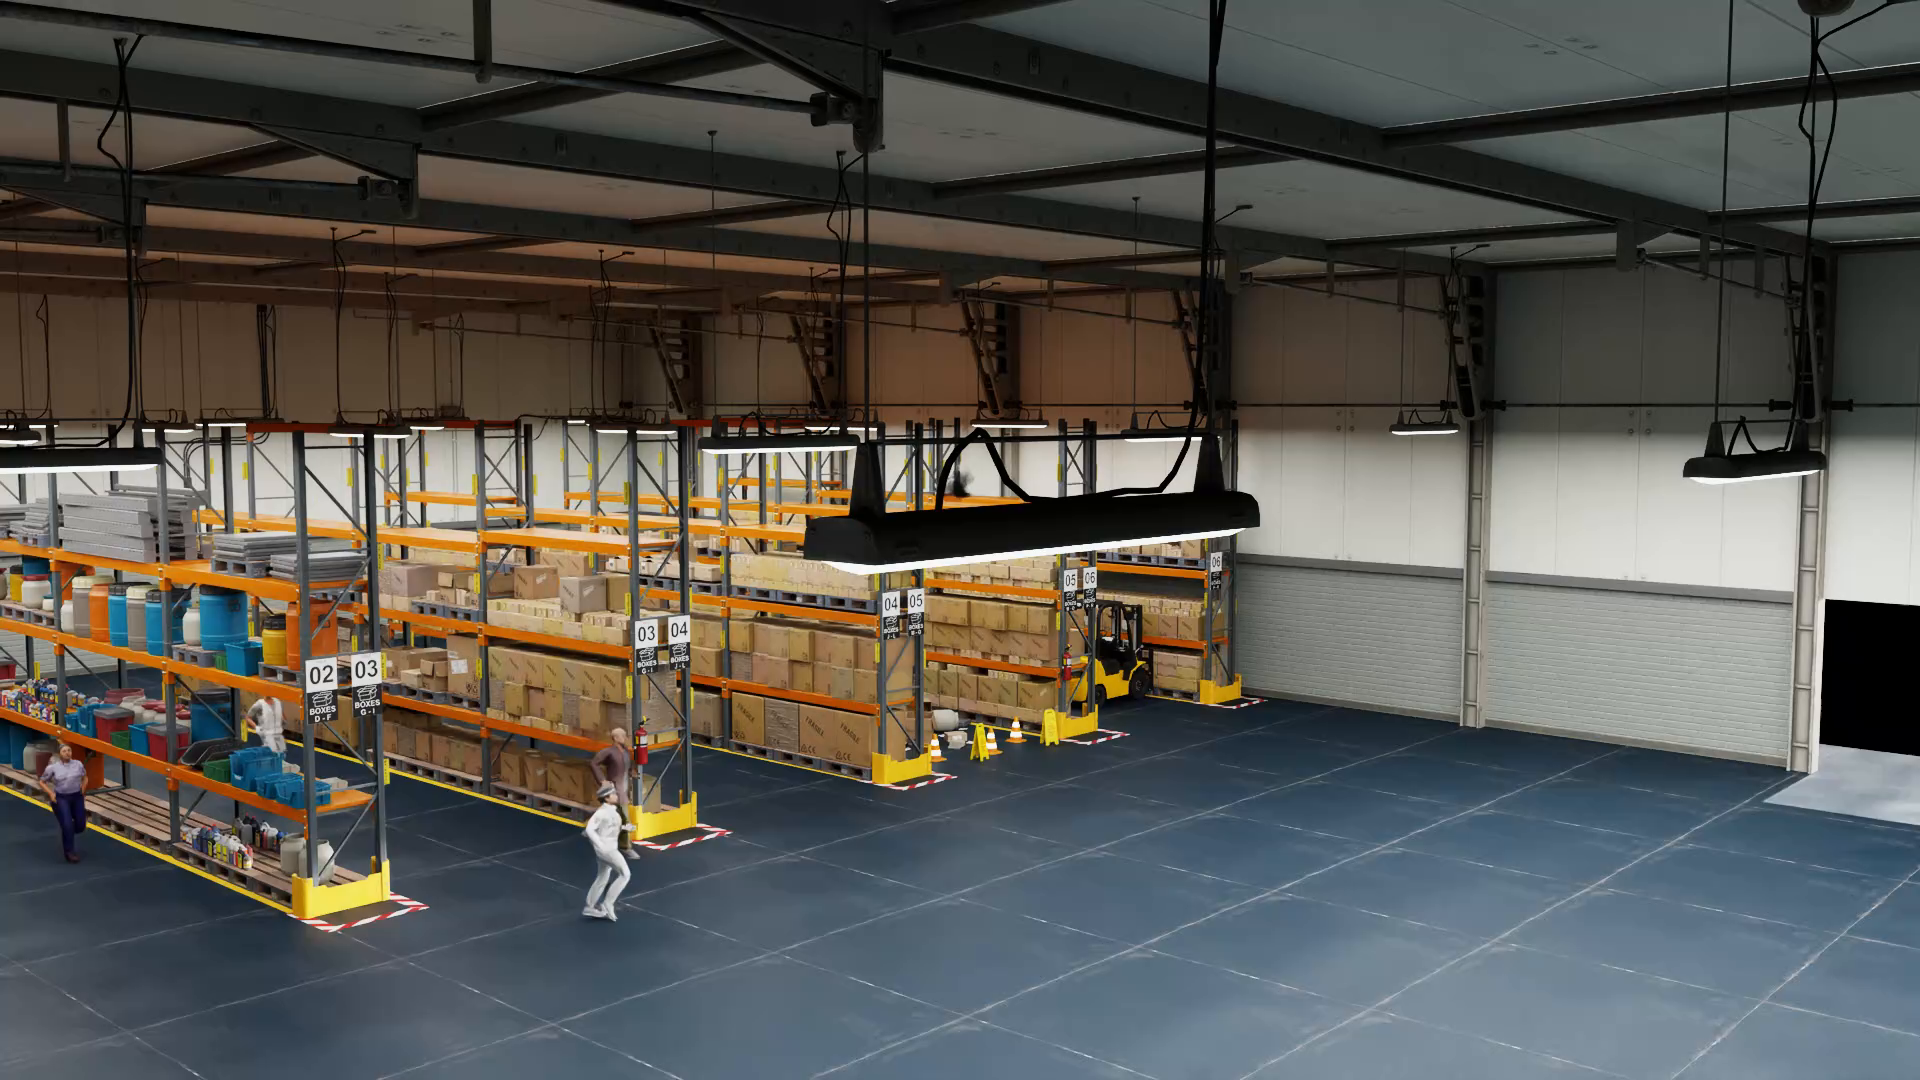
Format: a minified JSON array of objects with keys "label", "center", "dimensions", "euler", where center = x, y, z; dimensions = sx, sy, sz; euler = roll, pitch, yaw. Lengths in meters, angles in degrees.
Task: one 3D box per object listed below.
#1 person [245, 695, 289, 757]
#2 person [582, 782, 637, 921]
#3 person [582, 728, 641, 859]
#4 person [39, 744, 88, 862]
[{"label":"person","center":[-11.418,3.215,27.475],"dimensions":[0.780,1.748,0.663],"euler":[3,6,34]},{"label":"person","center":[-4.309,3.826,20.473],"dimensions":[0.656,1.714,0.583],"euler":[-1,5,-12]},{"label":"person","center":[-4.865,3.550,23.430],"dimensions":[0.987,1.803,0.736],"euler":[2,5,19]},{"label":"person","center":[-12.465,3.641,23.183],"dimensions":[0.727,1.592,0.615],"euler":[4,6,41]}]
